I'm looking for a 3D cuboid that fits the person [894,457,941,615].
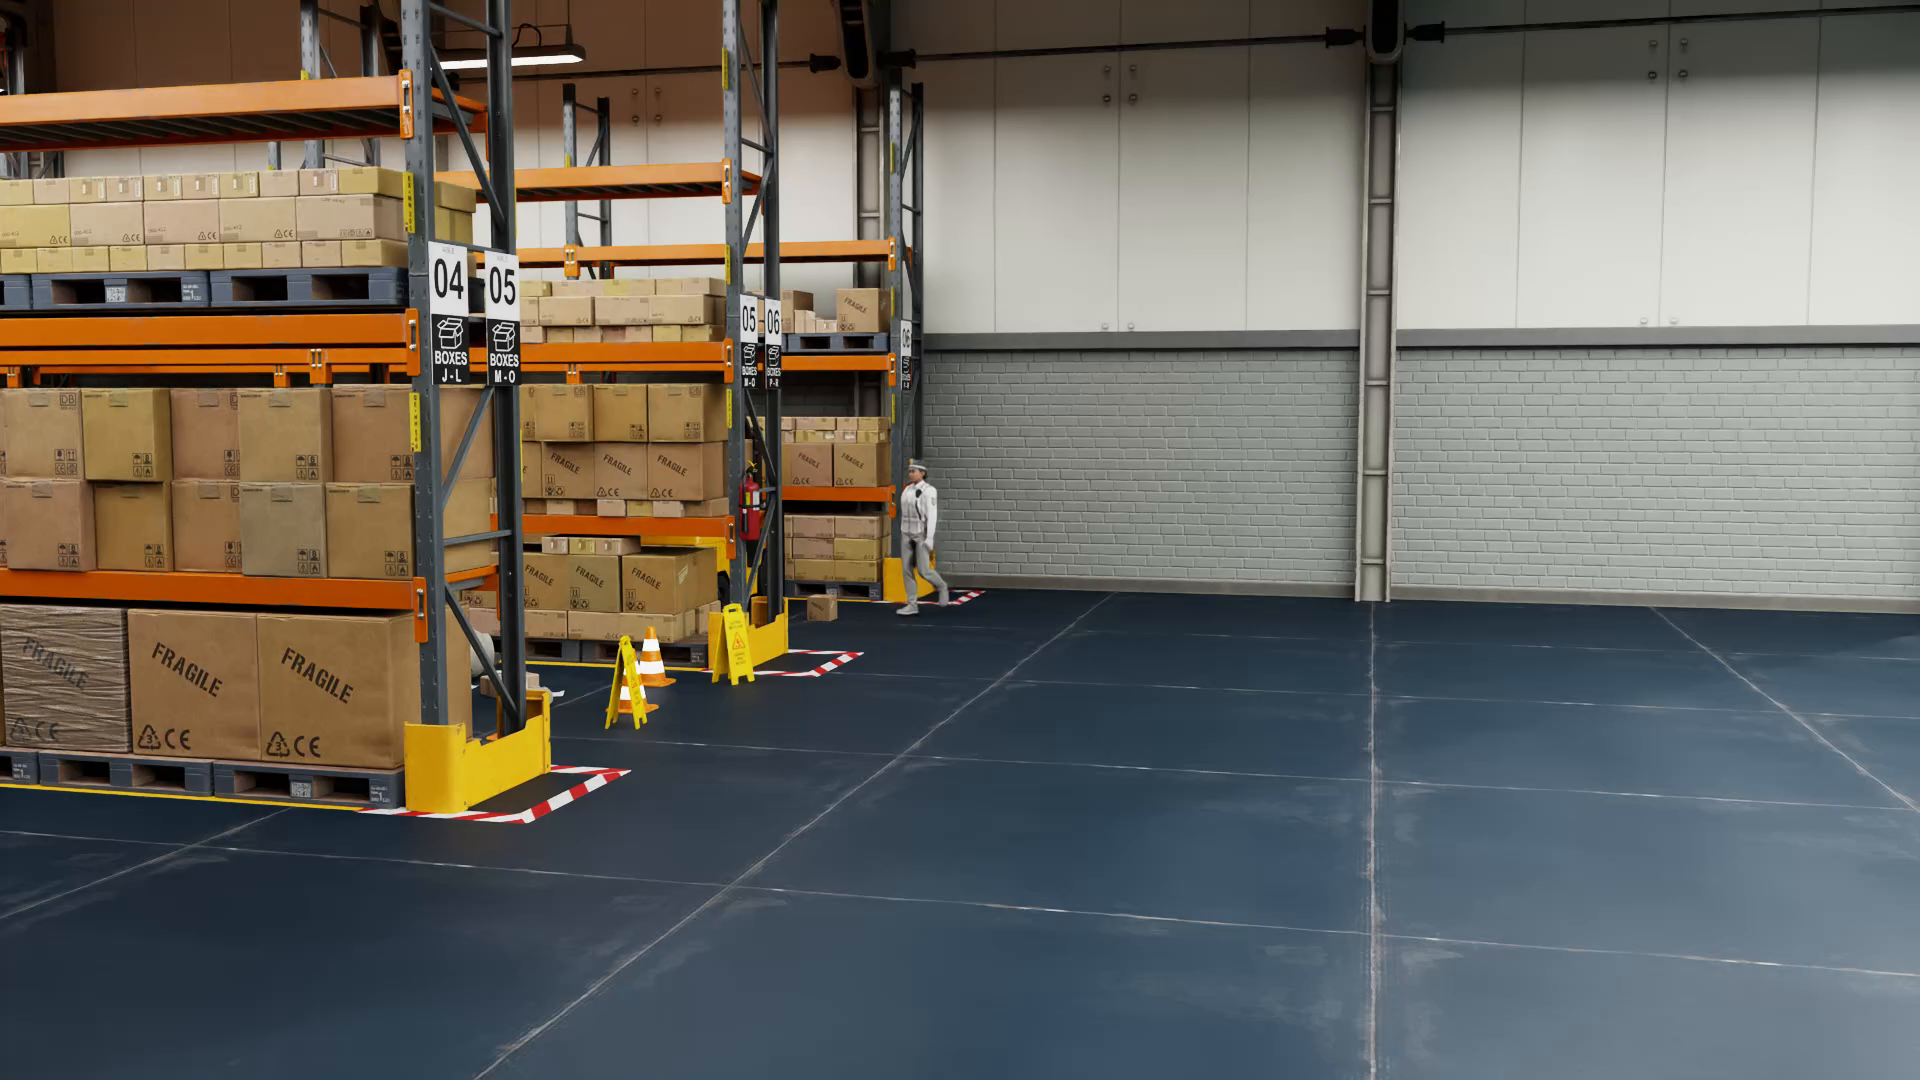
[{"bbox_3d":[-0.488,-0.048,17.723,0.515,1.672,0.516,5,7,43],"label":"person"}]
